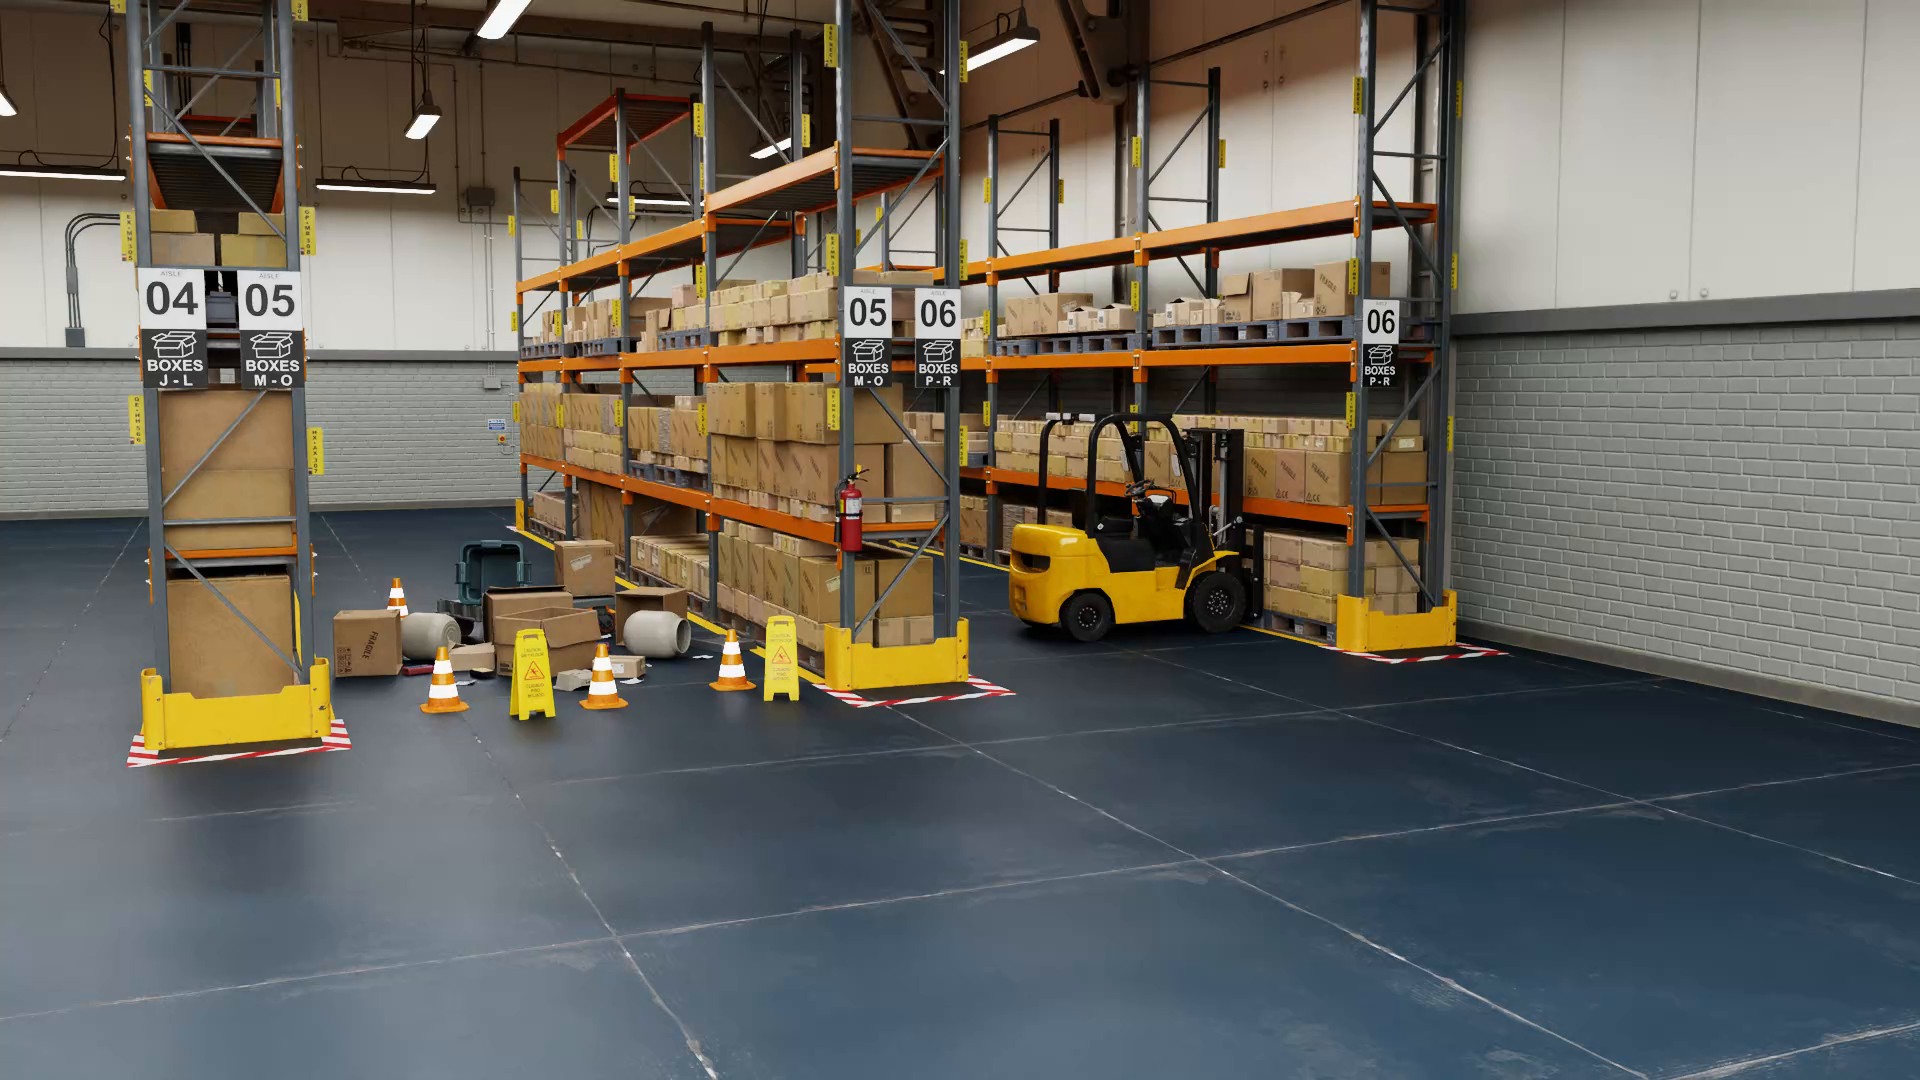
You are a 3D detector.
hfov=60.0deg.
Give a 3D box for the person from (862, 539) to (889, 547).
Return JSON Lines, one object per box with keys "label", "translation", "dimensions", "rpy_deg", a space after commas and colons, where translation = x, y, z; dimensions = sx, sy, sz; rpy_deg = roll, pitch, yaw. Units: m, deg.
{"label": "person", "translation": [-1.019, -0.300, 20.078], "dimensions": [0.600, 1.753, 0.557], "rpy_deg": [-2, 6, -20]}
